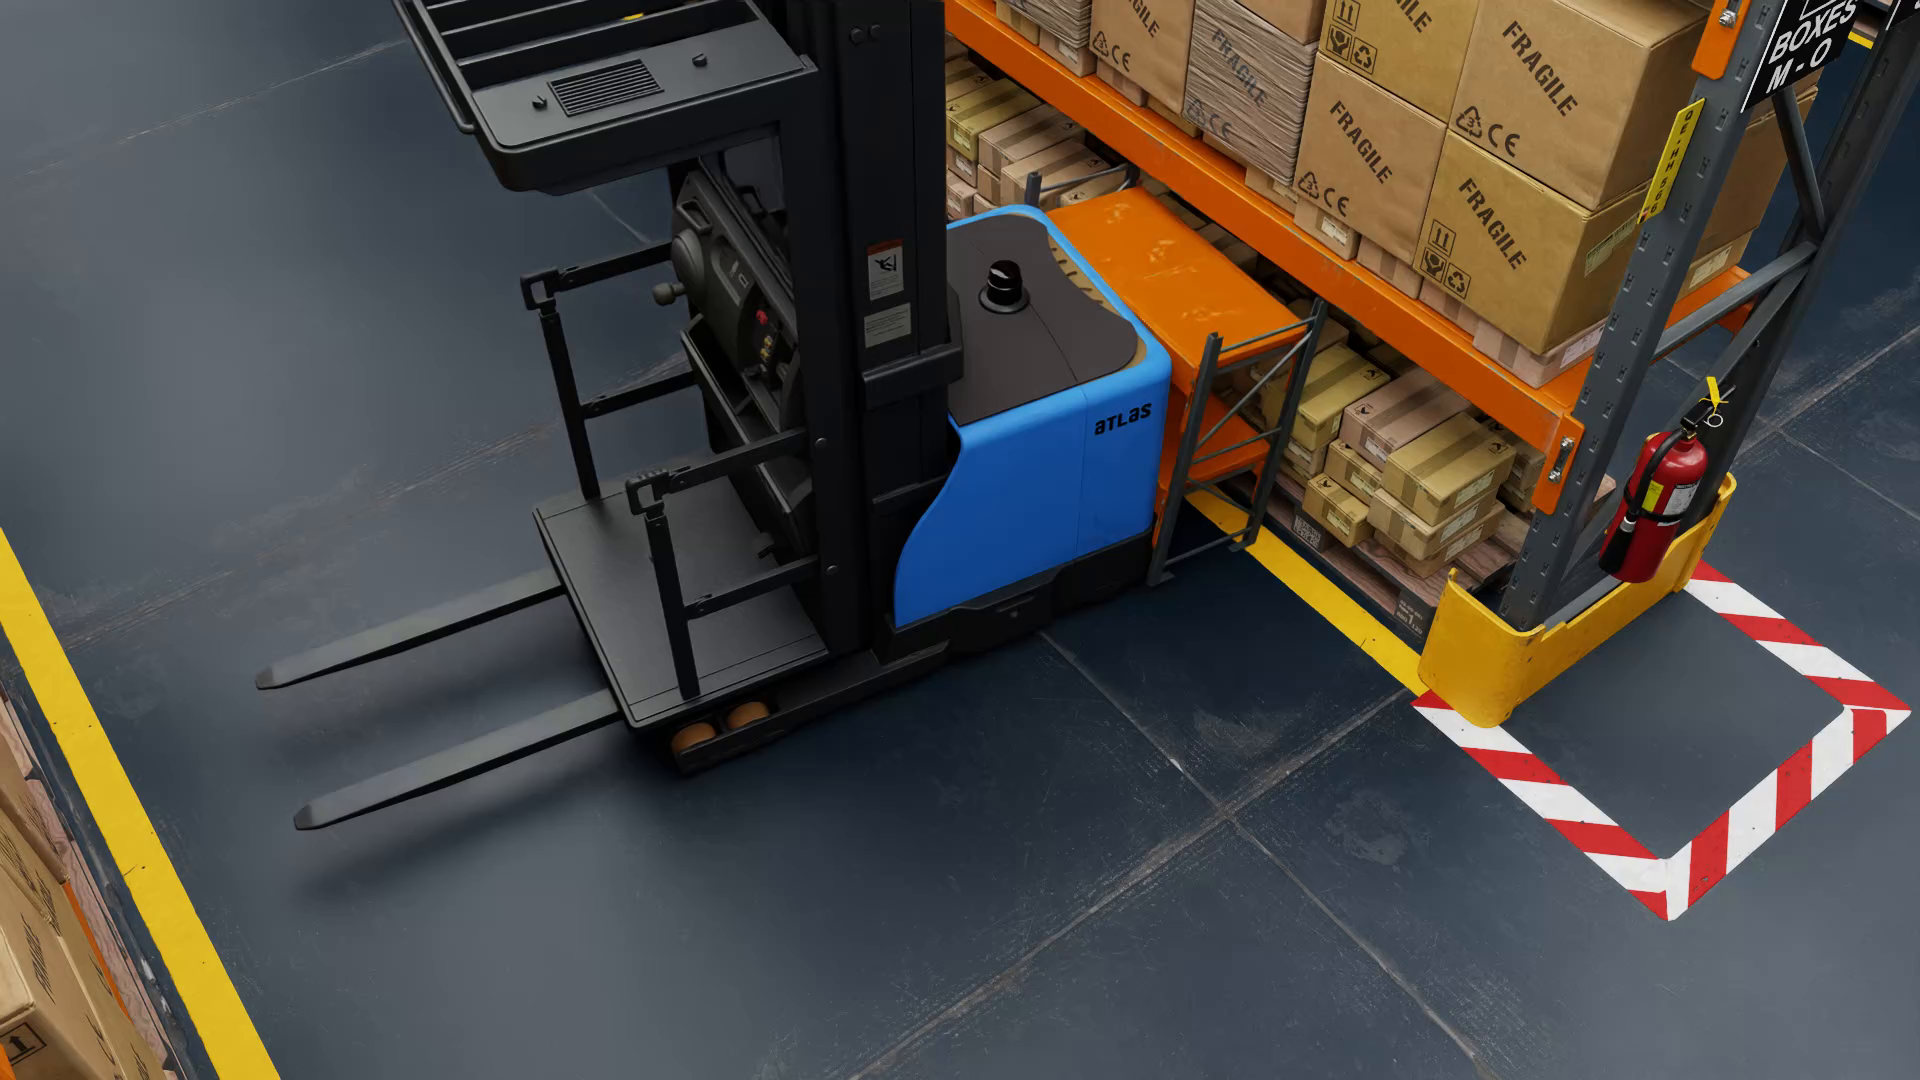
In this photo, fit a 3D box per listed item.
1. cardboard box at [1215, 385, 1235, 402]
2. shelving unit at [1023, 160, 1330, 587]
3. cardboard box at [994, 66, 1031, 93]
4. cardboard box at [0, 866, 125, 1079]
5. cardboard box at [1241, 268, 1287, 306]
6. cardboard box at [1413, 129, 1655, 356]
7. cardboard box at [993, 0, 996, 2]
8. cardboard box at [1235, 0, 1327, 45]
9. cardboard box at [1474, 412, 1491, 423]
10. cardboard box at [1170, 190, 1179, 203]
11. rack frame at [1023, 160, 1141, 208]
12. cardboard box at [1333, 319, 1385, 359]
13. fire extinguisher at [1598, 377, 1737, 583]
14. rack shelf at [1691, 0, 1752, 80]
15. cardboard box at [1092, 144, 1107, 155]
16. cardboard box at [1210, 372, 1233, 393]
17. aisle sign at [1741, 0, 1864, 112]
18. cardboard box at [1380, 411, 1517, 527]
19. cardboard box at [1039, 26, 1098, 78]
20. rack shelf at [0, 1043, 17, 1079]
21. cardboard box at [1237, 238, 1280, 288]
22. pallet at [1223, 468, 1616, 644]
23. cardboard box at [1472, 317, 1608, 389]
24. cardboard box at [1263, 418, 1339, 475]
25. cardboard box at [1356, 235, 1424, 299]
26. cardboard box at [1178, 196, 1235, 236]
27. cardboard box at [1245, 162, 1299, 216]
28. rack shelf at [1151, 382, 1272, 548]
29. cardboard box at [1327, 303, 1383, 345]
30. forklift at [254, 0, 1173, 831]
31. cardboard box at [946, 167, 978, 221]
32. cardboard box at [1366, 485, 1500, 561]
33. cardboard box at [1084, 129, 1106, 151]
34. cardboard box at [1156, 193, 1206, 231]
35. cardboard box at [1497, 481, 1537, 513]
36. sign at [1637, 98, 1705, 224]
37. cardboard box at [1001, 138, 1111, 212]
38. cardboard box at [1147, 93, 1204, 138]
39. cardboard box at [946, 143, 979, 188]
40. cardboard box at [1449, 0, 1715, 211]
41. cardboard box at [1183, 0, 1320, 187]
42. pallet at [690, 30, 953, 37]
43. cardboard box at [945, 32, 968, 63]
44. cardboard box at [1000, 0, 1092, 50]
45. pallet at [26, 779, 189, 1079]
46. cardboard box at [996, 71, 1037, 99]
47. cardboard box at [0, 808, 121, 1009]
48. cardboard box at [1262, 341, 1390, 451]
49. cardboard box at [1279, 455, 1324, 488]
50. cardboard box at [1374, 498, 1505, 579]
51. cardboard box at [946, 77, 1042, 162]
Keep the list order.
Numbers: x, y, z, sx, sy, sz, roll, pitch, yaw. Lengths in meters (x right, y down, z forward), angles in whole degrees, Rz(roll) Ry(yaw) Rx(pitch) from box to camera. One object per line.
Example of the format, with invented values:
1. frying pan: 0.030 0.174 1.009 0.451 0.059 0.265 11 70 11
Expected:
1. cardboard box: 1.014 -0.627 6.435 0.380 0.149 0.250 -32 55 -25
2. shelving unit: 0.673 -0.637 6.033 0.538 1.125 1.048 -21 51 -26
3. cardboard box: 0.378 -2.180 7.441 0.380 0.149 0.250 -29 54 -24
4. cardboard box: -1.751 0.836 2.725 0.500 0.500 0.500 -31 55 -25
5. cardboard box: 0.991 -0.830 6.217 0.380 0.149 0.250 -28 53 -23
6. cardboard box: 1.714 -0.947 4.816 0.500 0.500 0.500 -28 54 -23
7. cardboard box: 0.259 -2.209 6.398 0.380 0.149 0.250 -32 55 -25
8. cardboard box: 1.087 -1.893 4.998 0.500 0.500 0.500 -27 53 -22
9. cardboard box: 1.957 -0.559 6.172 0.380 0.149 0.250 -30 54 -24
10. cardboard box: 0.953 -1.459 6.988 0.380 0.149 0.250 -32 55 -26
11. rack frame: 0.400 -0.955 6.321 0.500 1.125 0.032 -21 51 -26
12. cardboard box: 1.670 -0.863 6.448 0.380 0.149 0.250 -28 54 -23
13. fire extinguisher: 1.976 -0.157 4.672 0.296 0.674 0.183 -29 54 -24
14. rack shelf: 0.980 -2.609 5.052 1.077 0.370 4.000 -29 54 -24
15. cardboard box: 0.637 -1.767 7.267 0.380 0.149 0.250 -29 54 -24
16. cardboard box: 1.004 -0.736 6.333 0.380 0.149 0.250 -29 54 -23
17. aisle sign: 1.996 -1.360 3.703 0.394 0.787 0.004 -29 54 -24
18. cardboard box: 1.669 -0.246 5.688 0.380 0.149 0.250 -29 54 -24
19. cardboard box: 0.516 -1.870 6.090 0.380 0.149 0.250 -27 53 -22
20. rack shelf: -2.898 -0.329 2.985 1.077 0.370 4.000 -29 54 -24
21. cardboard box: 1.236 -1.118 6.679 0.380 0.149 0.250 -27 53 -22
22. pallet: 1.681 -0.267 6.350 1.003 0.211 1.213 -29 54 -24
23. cardboard box: 1.769 -0.645 4.980 0.380 0.149 0.250 -29 54 -24
24. cardboard box: 1.328 -0.436 6.061 0.380 0.149 0.250 -32 55 -25
25. cardboard box: 1.484 -0.950 5.256 0.380 0.149 0.250 -30 54 -24
26. cardboard box: 1.103 -1.381 6.717 0.380 0.149 0.250 -29 54 -24
27. cardboard box: 1.175 -1.258 5.536 0.380 0.149 0.250 -32 55 -25
28. rack shelf: 0.649 -0.463 6.203 0.538 0.278 1.000 -21 51 -26
29. cardboard box: 1.615 -0.933 6.310 0.380 0.149 0.250 -32 55 -26
30. forklift: -0.849 -0.666 4.875 3.031 2.935 1.130 -21 51 -18
31. cardboard box: 0.087 -1.567 7.287 0.380 0.149 0.250 -30 54 -24
32. cardboard box: 1.644 -0.131 5.784 0.380 0.149 0.250 -31 55 -25
33. cardboard box: 0.629 -1.849 7.141 0.380 0.149 0.250 -28 54 -23
34. cardboard box: 0.739 -1.177 6.532 0.380 0.149 0.250 -29 54 -24
35. cardboard box: 2.128 -0.300 6.138 0.380 0.149 0.250 -28 54 -23
36. sign: 1.737 -0.922 4.066 0.100 0.325 0.005 -29 54 -24
37. cardboard box: 0.390 -1.464 6.792 0.380 0.149 0.250 -28 54 -23
38. cardboard box: 0.885 -1.593 5.840 0.380 0.149 0.250 -29 54 -23
39. cardboard box: 0.135 -1.712 7.218 0.380 0.149 0.250 -30 54 -24
40. cardboard box: 1.716 -1.292 4.453 0.500 0.500 0.500 -30 55 -25
41. cardboard box: 1.092 -1.548 5.360 0.500 0.500 0.500 -29 54 -24
42. pallet: -0.704 -2.545 8.414 1.003 0.211 1.213 -29 54 -24
43. cardboard box: -0.187 -2.110 7.378 0.380 0.149 0.250 -27 53 -23
44. cardboard box: 0.450 -2.150 5.906 0.500 0.500 0.500 -31 55 -25
45. pallet: -2.968 1.397 4.841 1.003 0.211 1.213 -29 54 -24
46. cardboard box: 0.386 -2.109 7.577 0.380 0.149 0.250 -32 55 -26
47. cardboard box: -2.078 0.885 3.356 0.500 0.500 0.500 -30 54 -24
48. cardboard box: 1.304 -0.516 5.932 0.380 0.149 0.250 -31 55 -25
49. cardboard box: 1.379 -0.365 6.197 0.380 0.149 0.250 -30 54 -24
50. cardboard box: 1.706 -0.065 5.925 0.380 0.149 0.250 -29 54 -23
51. cardboard box: 0.125 -1.794 7.091 0.380 0.149 0.250 -30 54 -24
